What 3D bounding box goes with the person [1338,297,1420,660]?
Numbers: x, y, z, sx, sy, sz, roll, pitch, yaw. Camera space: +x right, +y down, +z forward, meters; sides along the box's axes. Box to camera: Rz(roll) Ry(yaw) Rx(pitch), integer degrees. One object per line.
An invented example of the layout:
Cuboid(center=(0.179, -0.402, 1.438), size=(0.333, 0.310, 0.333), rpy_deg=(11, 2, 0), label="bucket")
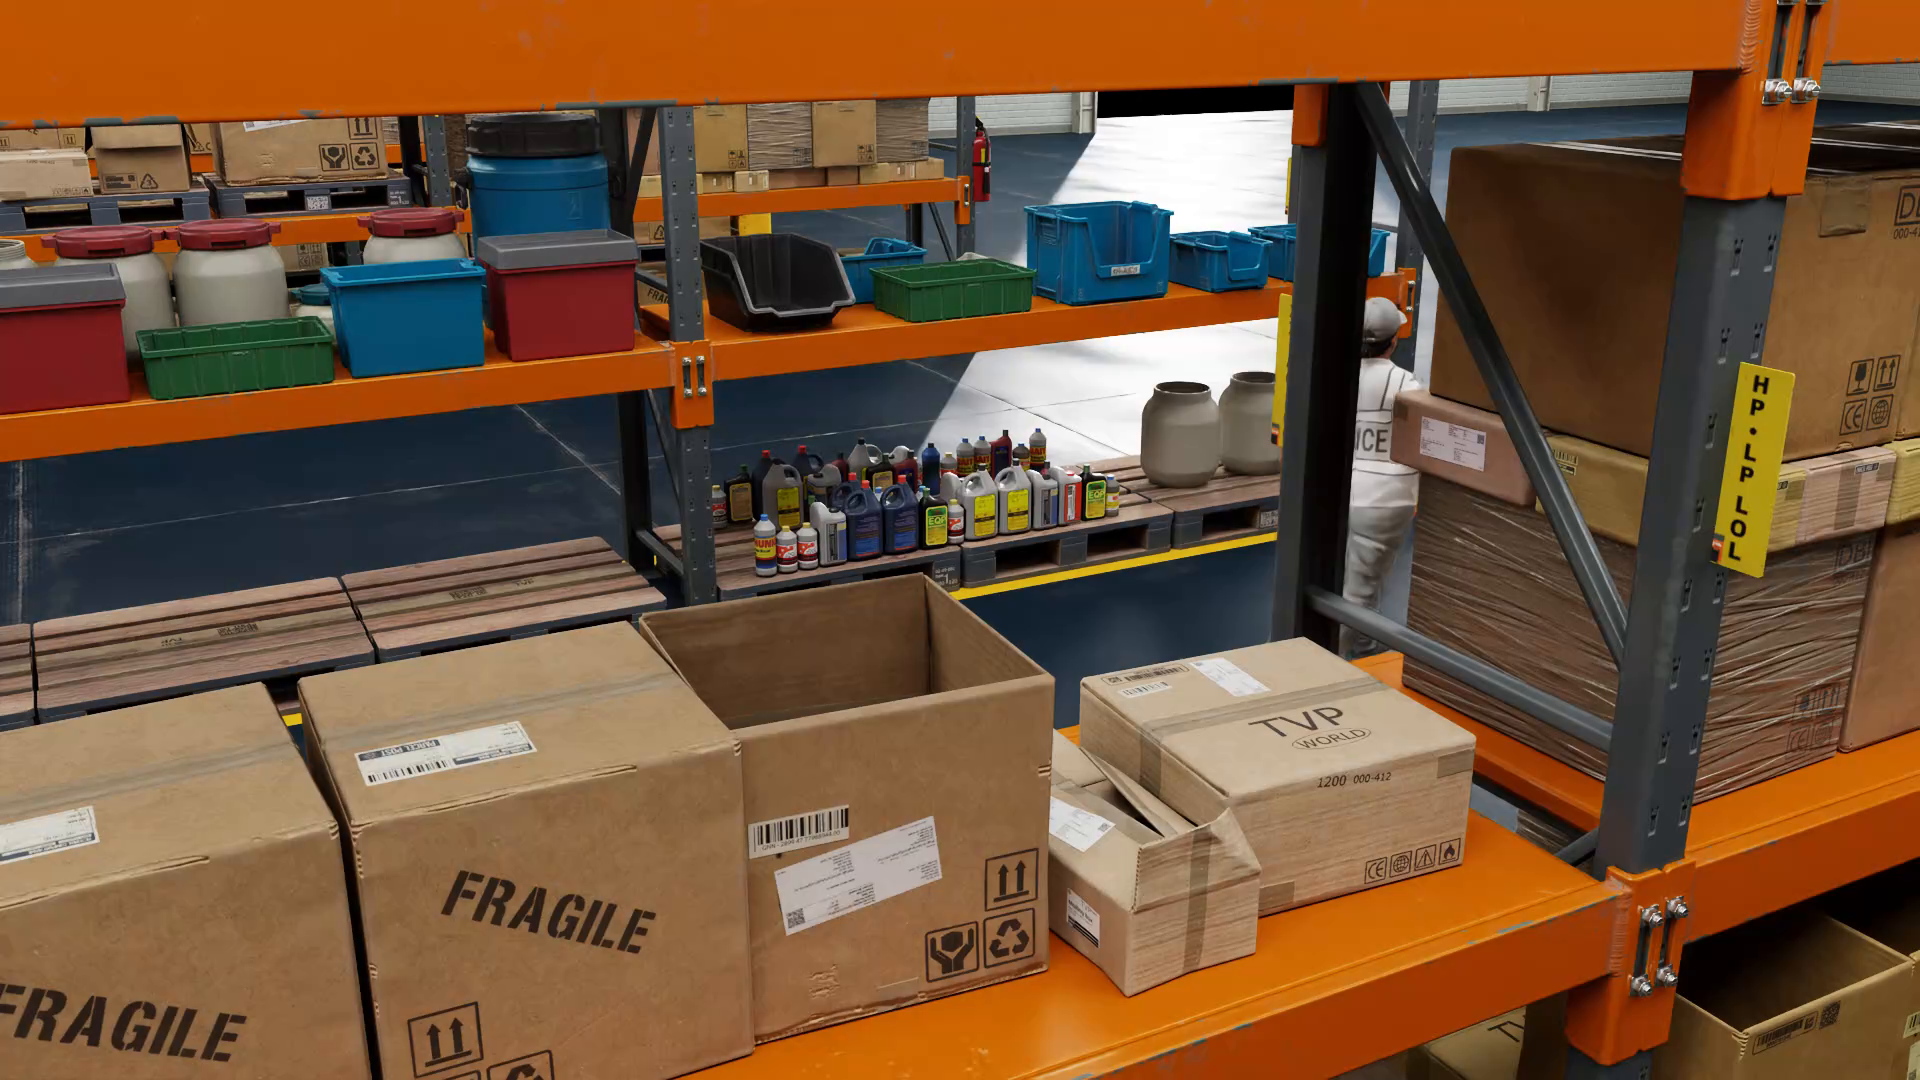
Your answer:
Cuboid(center=(1.613, -0.155, 6.524), size=(1.019, 1.606, 0.469), rpy_deg=(-18, 25, -42), label="person")
